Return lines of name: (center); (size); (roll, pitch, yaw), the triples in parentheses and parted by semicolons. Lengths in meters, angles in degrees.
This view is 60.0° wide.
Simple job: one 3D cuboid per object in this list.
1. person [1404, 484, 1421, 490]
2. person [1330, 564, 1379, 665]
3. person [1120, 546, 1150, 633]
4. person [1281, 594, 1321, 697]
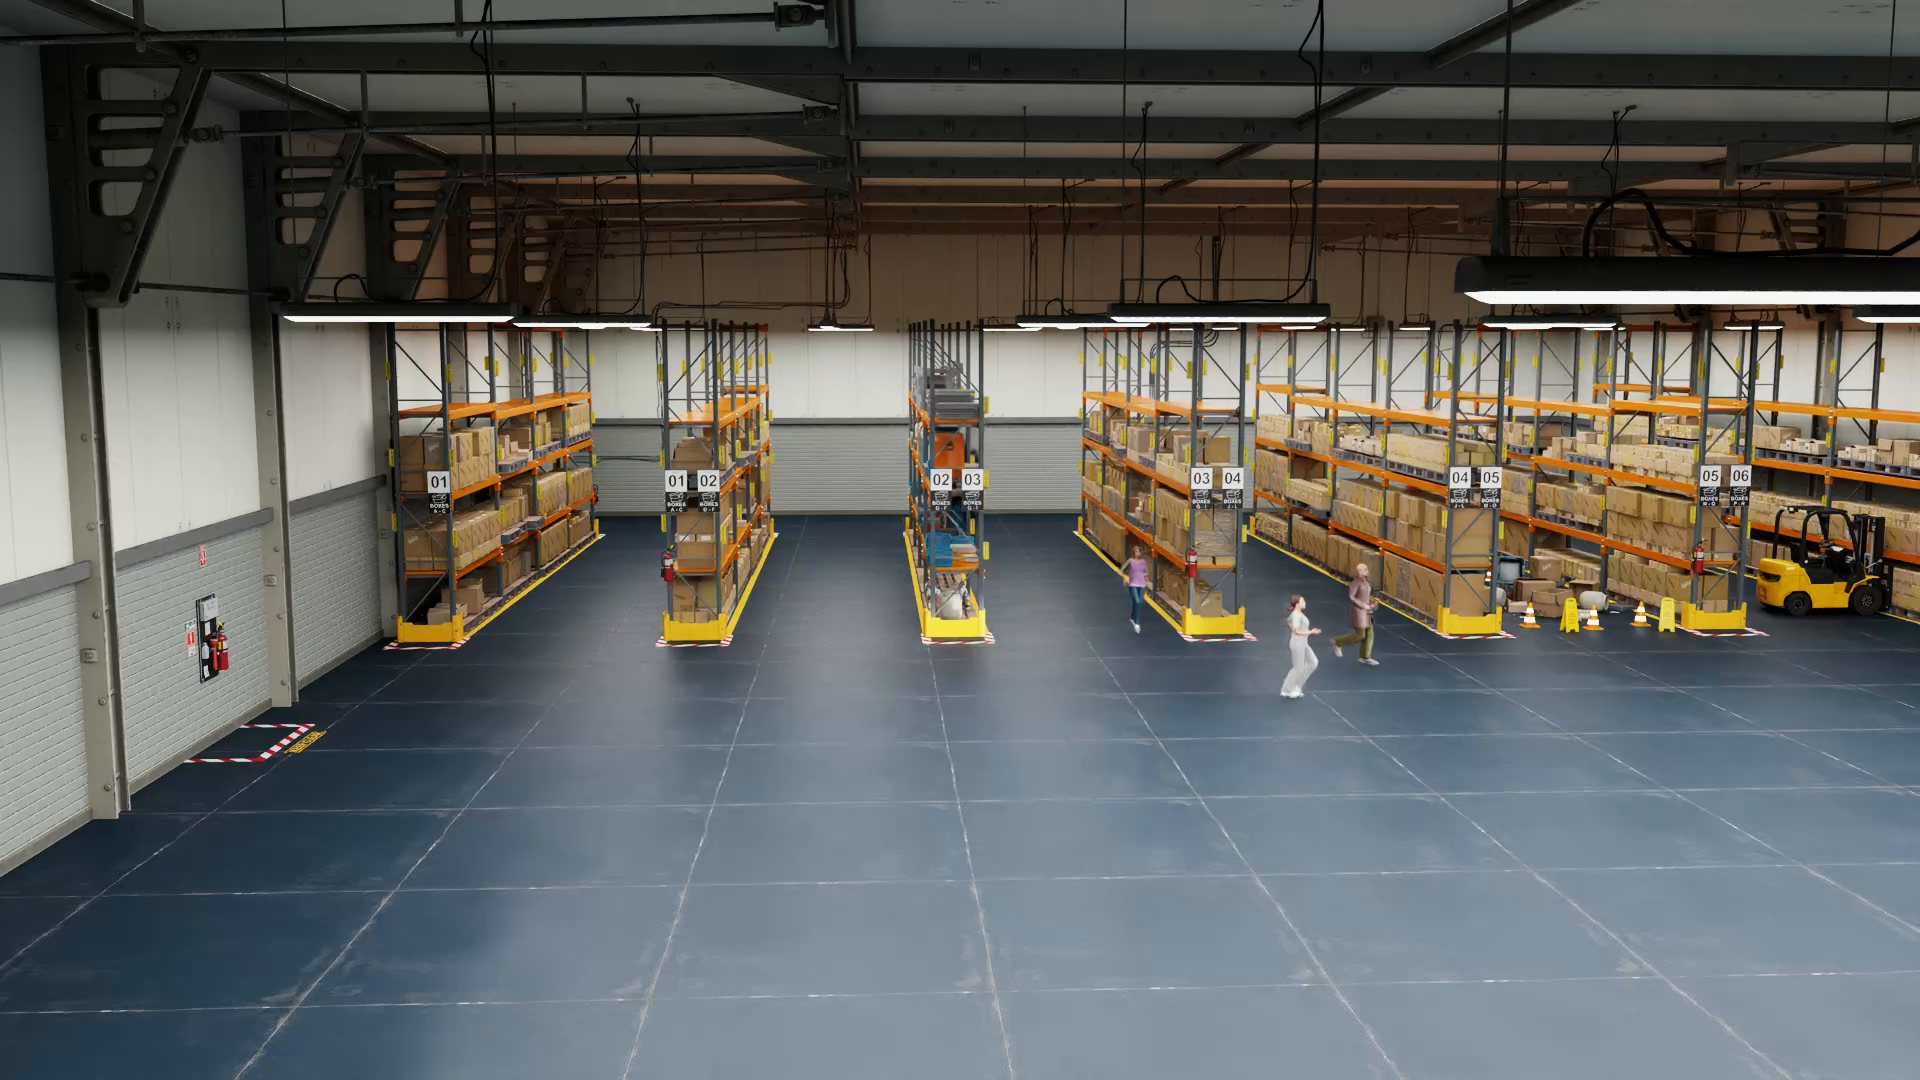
person: (13.450, -1.195, 49.537); (0.747, 1.729, 0.769); (1, 7, 7)
person: (6.946, 1.282, 29.066); (0.835, 1.768, 0.717); (5, 8, 33)
person: (3.426, 0.982, 32.295); (0.519, 1.540, 0.651); (-2, 7, -15)
person: (5.380, 1.674, 26.181); (0.616, 1.656, 0.548); (2, 7, 19)
